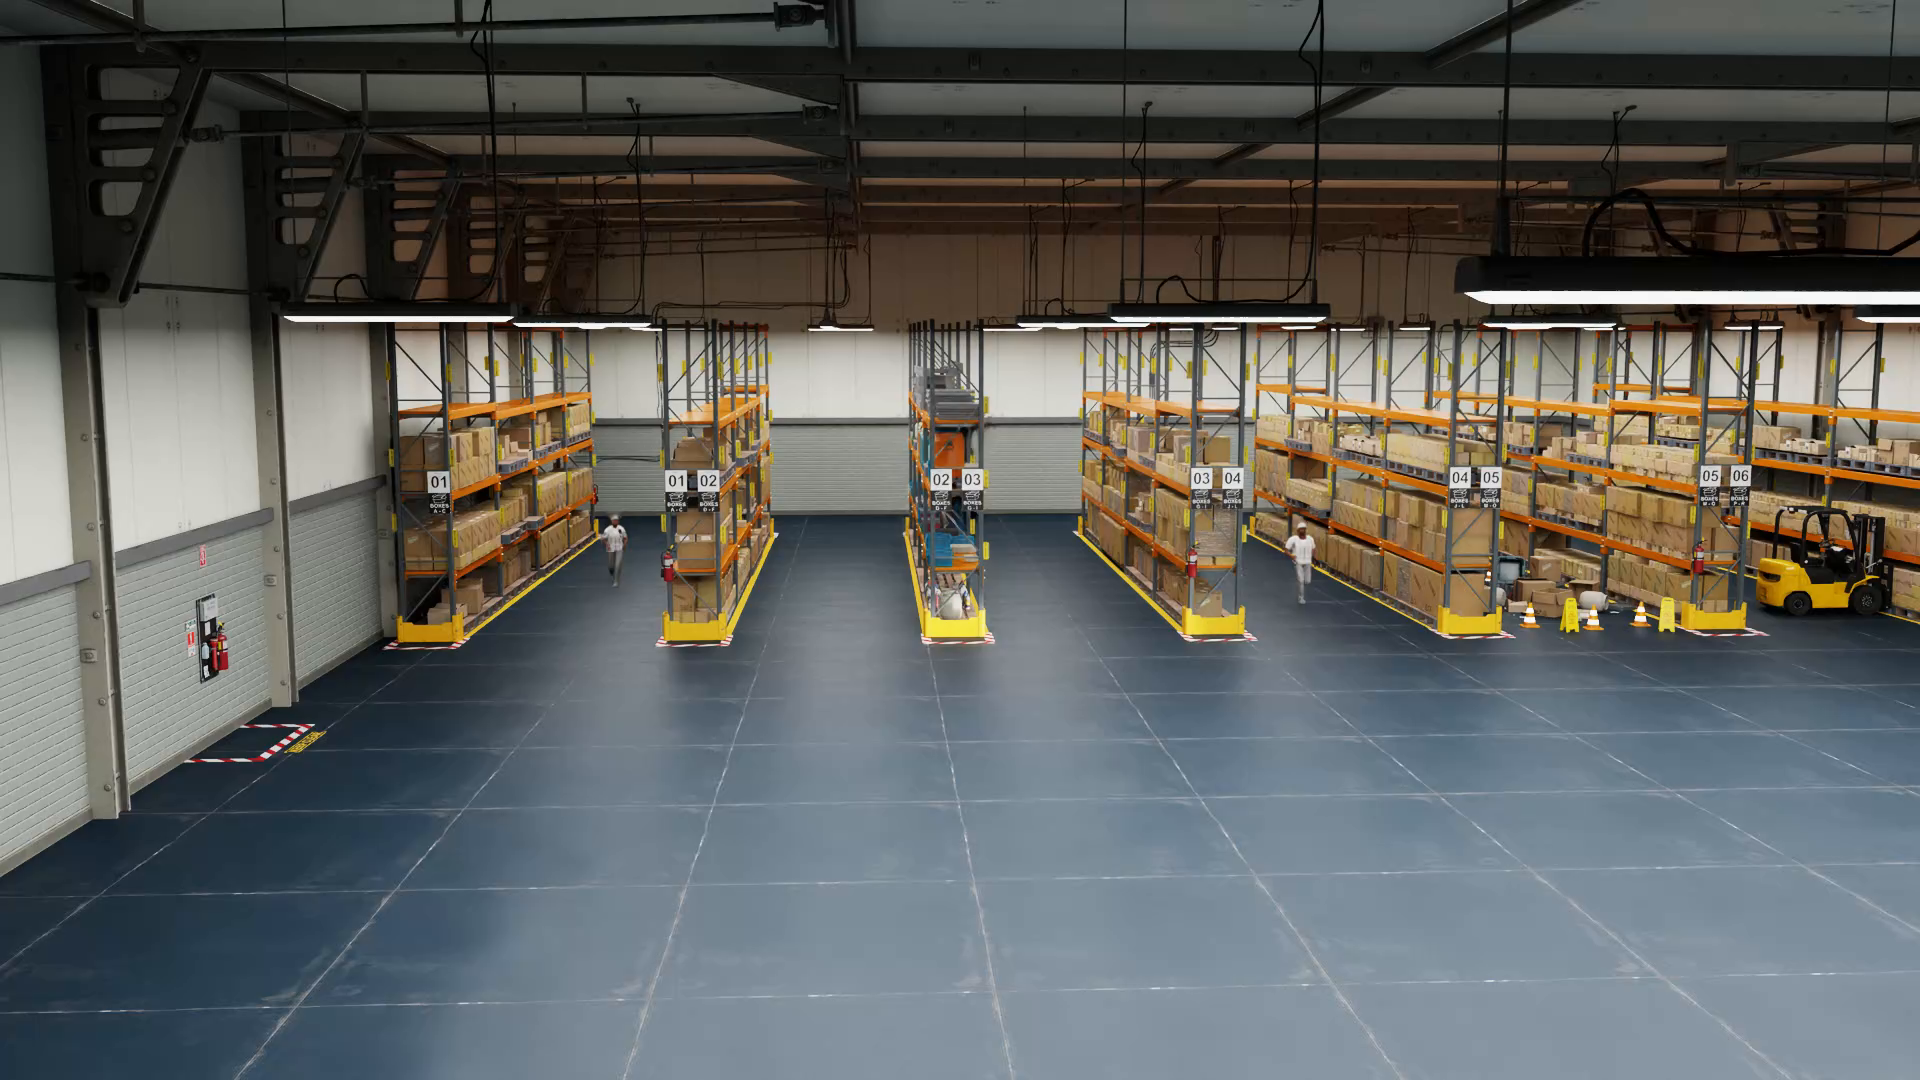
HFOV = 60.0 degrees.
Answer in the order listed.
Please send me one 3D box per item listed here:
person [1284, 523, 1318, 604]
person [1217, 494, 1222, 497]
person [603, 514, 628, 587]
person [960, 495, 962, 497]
[{"bbox_3d":[7.300,0.478,35.654,0.702,1.726,0.598,-1,7,-9],"label":"person"},{"bbox_3d":[7.066,-0.792,46.283,0.560,1.610,0.573,-1,7,-6],"label":"person"},{"bbox_3d":[-7.847,0.225,37.903,0.562,1.655,0.589,-2,7,-13],"label":"person"},{"bbox_3d":[0.126,-1.365,50.336,0.773,1.794,0.662,2,7,17],"label":"person"}]
